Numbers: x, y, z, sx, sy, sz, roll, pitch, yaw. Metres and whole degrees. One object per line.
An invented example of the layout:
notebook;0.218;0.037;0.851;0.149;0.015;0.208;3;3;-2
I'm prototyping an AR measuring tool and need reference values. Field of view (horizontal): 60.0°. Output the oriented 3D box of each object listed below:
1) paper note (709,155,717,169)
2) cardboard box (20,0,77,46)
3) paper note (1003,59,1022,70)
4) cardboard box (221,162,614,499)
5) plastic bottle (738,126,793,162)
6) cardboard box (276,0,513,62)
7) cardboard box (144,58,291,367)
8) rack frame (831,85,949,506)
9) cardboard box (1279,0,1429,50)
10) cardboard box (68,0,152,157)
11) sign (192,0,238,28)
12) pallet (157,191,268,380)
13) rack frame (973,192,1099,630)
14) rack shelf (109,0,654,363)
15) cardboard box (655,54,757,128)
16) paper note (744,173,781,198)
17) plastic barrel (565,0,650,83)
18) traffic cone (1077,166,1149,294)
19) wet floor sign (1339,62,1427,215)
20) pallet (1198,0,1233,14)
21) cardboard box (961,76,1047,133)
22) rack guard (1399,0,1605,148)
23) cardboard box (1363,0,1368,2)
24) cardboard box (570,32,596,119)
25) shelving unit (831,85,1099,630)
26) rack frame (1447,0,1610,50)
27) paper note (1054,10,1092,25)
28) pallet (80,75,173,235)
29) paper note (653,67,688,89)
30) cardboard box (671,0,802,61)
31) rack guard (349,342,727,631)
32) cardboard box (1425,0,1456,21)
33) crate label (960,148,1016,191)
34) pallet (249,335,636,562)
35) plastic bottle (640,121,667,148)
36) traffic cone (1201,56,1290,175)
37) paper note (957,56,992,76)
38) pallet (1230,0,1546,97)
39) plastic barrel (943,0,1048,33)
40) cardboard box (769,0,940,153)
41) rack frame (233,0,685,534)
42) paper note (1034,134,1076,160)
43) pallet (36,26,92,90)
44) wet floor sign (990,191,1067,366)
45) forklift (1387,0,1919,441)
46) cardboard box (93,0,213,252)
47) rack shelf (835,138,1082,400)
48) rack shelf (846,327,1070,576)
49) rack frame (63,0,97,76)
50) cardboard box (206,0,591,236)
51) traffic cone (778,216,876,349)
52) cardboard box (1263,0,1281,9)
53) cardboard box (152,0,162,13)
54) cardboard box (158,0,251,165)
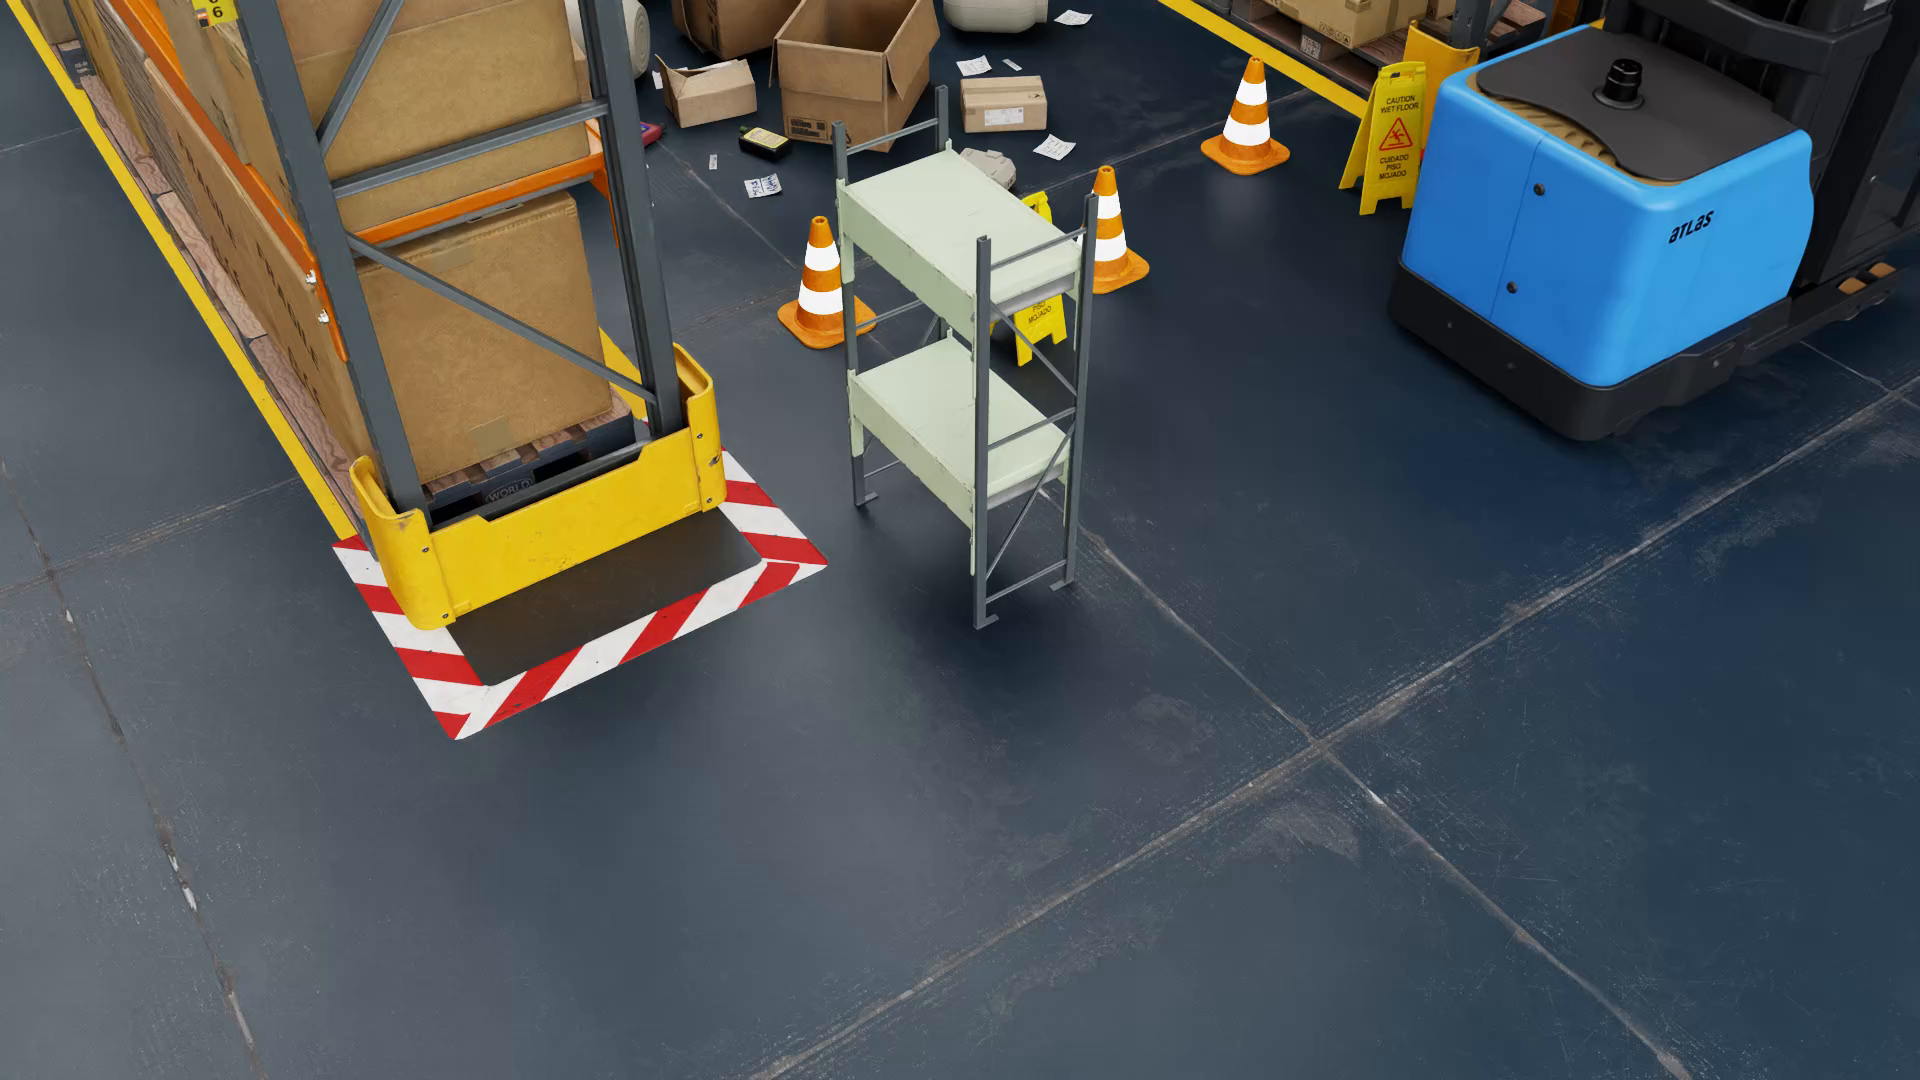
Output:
paper note;-1.119;-1.714;7.538;0.032;0.001;0.123;-3;44;-4
cardboard box;-4.111;-3.032;8.079;1.050;0.750;0.750;-26;49;-25
paper note;0.258;-2.343;8.197;0.032;0.001;0.123;-26;49;-24
cardboard box;-1.836;-0.854;5.707;0.875;0.875;0.875;-25;49;-24
plastic bottle;-0.917;-1.824;7.616;0.283;0.061;0.133;26;49;25
cardboard box;-1.575;-1.783;4.555;0.875;0.550;0.550;-26;49;-24
cardboard box;-2.341;-1.351;6.228;0.875;0.875;0.875;-26;50;-25
rack frame;-0.206;-0.746;5.445;0.400;1.500;0.023;-26;49;-24
cardboard box;1.911;-2.648;8.038;0.500;0.250;0.500;-26;49;-25
cardboard box;-3.380;-2.377;7.303;0.875;0.875;0.875;-25;49;-24
sign;-1.847;-1.410;4.045;0.100;0.325;0.005;-26;49;-24
pallet;-2.610;-1.216;6.871;1.003;0.211;1.213;-26;49;-24
rack frame;0.213;-0.331;5.011;0.400;1.500;0.023;-26;49;-24
rack shelf;-2.538;-1.985;6.178;1.077;0.370;4.000;-26;49;-24
cardboard box;-1.188;-2.143;7.803;0.396;0.266;0.258;-18;46;-18
paper note;-0.875;-1.573;7.377;0.144;0.017;0.142;-10;45;-11
plastic barrel;-1.775;-2.409;7.967;0.512;0.421;0.421;4;44;4
traffic cone;0.588;-1.310;6.788;0.336;0.463;0.334;-26;49;-24
wet floor sign;1.839;-1.743;7.109;0.267;0.644;0.232;-10;45;-11
pallet;1.435;-3.324;9.079;1.003;0.211;1.213;-26;49;-24
cardboard box;0.202;-2.038;7.777;0.380;0.149;0.250;-3;44;-4
rack guard;2.565;-2.264;7.759;1.175;0.500;0.348;-26;49;-24
cardboard box;1.936;-2.904;7.764;0.500;0.500;0.500;-25;49;-24
cardboard box;-1.953;-2.001;7.482;0.500;0.500;0.500;-18;46;-18
shelving unit;0.004;-0.539;5.228;0.431;1.500;0.755;-26;49;-24
rack frame;2.608;-3.125;6.851;1.000;3.000;0.127;-26;49;-24
paper note;0.584;-2.685;8.540;0.148;0.019;0.142;26;49;25
pallet;-3.312;-1.908;7.595;1.003;0.211;1.213;-26;49;-24
paper note;-1.405;-2.255;8.096;0.172;0.023;0.155;-10;45;-11
cardboard box;-1.015;-2.792;8.212;0.797;0.637;0.503;-26;49;-24
rack guard;-1.380;-0.195;5.592;1.175;0.500;0.348;-26;49;-24
cardboard box;2.373;-2.849;8.249;0.500;0.250;0.500;-26;49;-25
crate label;0.087;-1.613;7.341;0.298;0.136;0.250;18;47;18
pallet;-1.916;-0.526;6.148;1.003;0.211;1.213;-26;49;-24
plastic bottle;-1.485;-1.857;7.651;0.133;0.061;0.283;26;49;25
traffic cone;1.304;-1.941;7.449;0.336;0.463;0.334;-26;49;-24
paper note;0.072;-2.336;8.184;0.148;0.019;0.142;-10;45;-11
pallet;2.129;-2.634;8.356;1.003;0.211;1.213;-26;49;-24
plastic barrel;0.185;-2.765;8.340;0.512;0.421;0.421;4;44;4
cardboard box;-0.473;-2.217;7.708;0.637;0.503;0.797;11;45;11
rack frame;-1.394;-1.112;4.743;1.000;3.000;0.127;-26;49;-24
paper note;0.435;-1.800;7.614;0.142;0.019;0.148;26;49;25
pallet;-4.186;-2.777;8.506;1.003;0.211;1.213;-26;49;-24
wet floor sign;0.246;-1.027;6.358;0.267;0.644;0.232;-35;53;-31
forklift;3.203;-2.220;5.953;3.031;2.935;1.130;-25;49;-24
cardboard box;-2.861;-1.868;6.769;0.875;0.875;0.875;-25;49;-24
rack shelf;0.004;-0.821;4.959;0.431;0.370;0.720;-26;49;-24
rack shelf;0.004;-0.303;5.453;0.431;0.370;0.720;-26;49;-24
rack frame;-3.682;-3.378;7.116;1.000;3.000;0.127;-26;49;-24
cardboard box;-1.644;-1.359;4.893;0.875;0.550;0.550;-26;49;-24
traffic cone;-0.533;-1.057;6.522;0.336;0.463;0.334;-26;49;-24
cardboard box;1.635;-2.930;8.335;0.500;0.250;0.500;-26;49;-24
cardboard box;-2.531;-2.312;5.891;0.875;0.550;0.500;-26;49;-24
cardboard box;-1.976;-1.662;5.210;0.875;0.550;0.550;-26;49;-24
